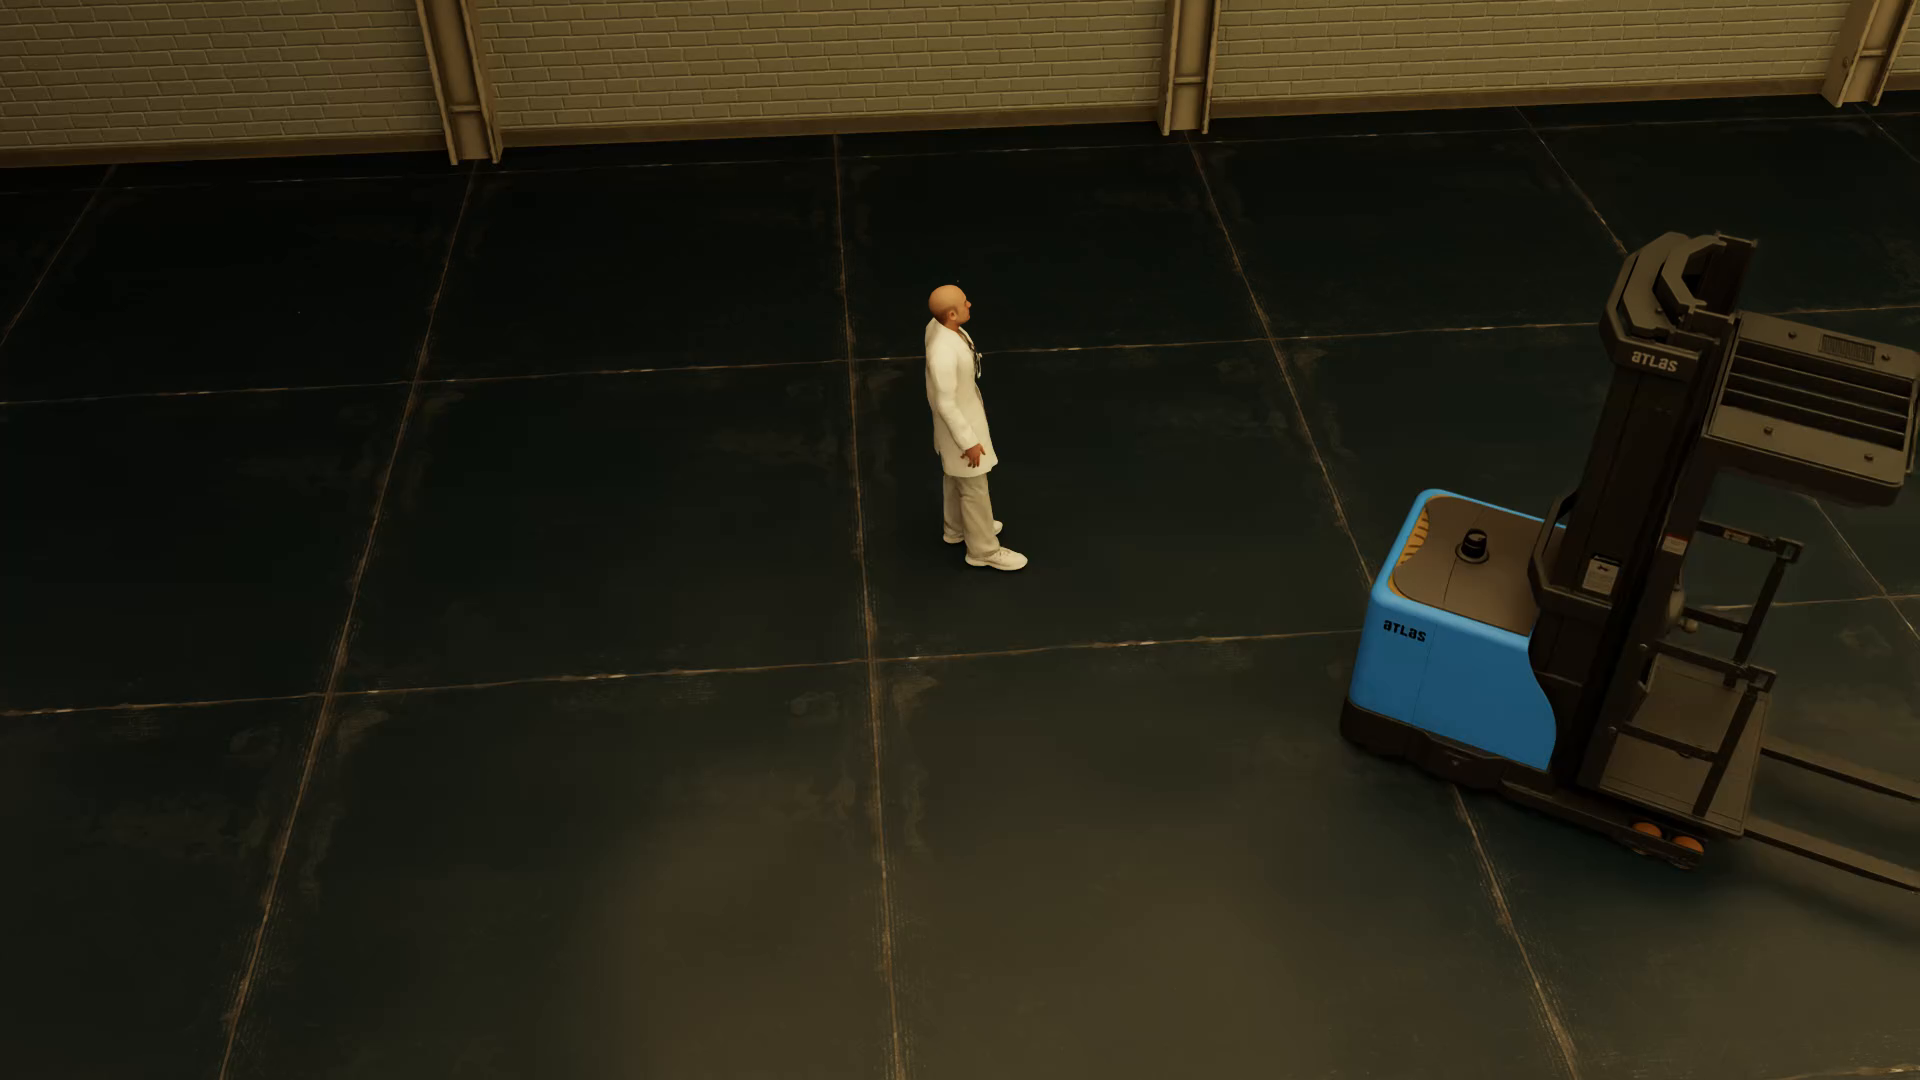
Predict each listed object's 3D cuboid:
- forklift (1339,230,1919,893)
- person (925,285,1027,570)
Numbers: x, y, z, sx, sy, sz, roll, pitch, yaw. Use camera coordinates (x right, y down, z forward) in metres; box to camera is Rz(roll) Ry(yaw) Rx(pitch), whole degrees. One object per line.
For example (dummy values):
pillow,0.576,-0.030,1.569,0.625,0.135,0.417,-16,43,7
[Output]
forklift,3.582,0.126,7.790,3.031,2.935,1.130,19,44,21
person,0.090,-0.683,9.613,0.581,1.776,0.696,-3,41,-4
